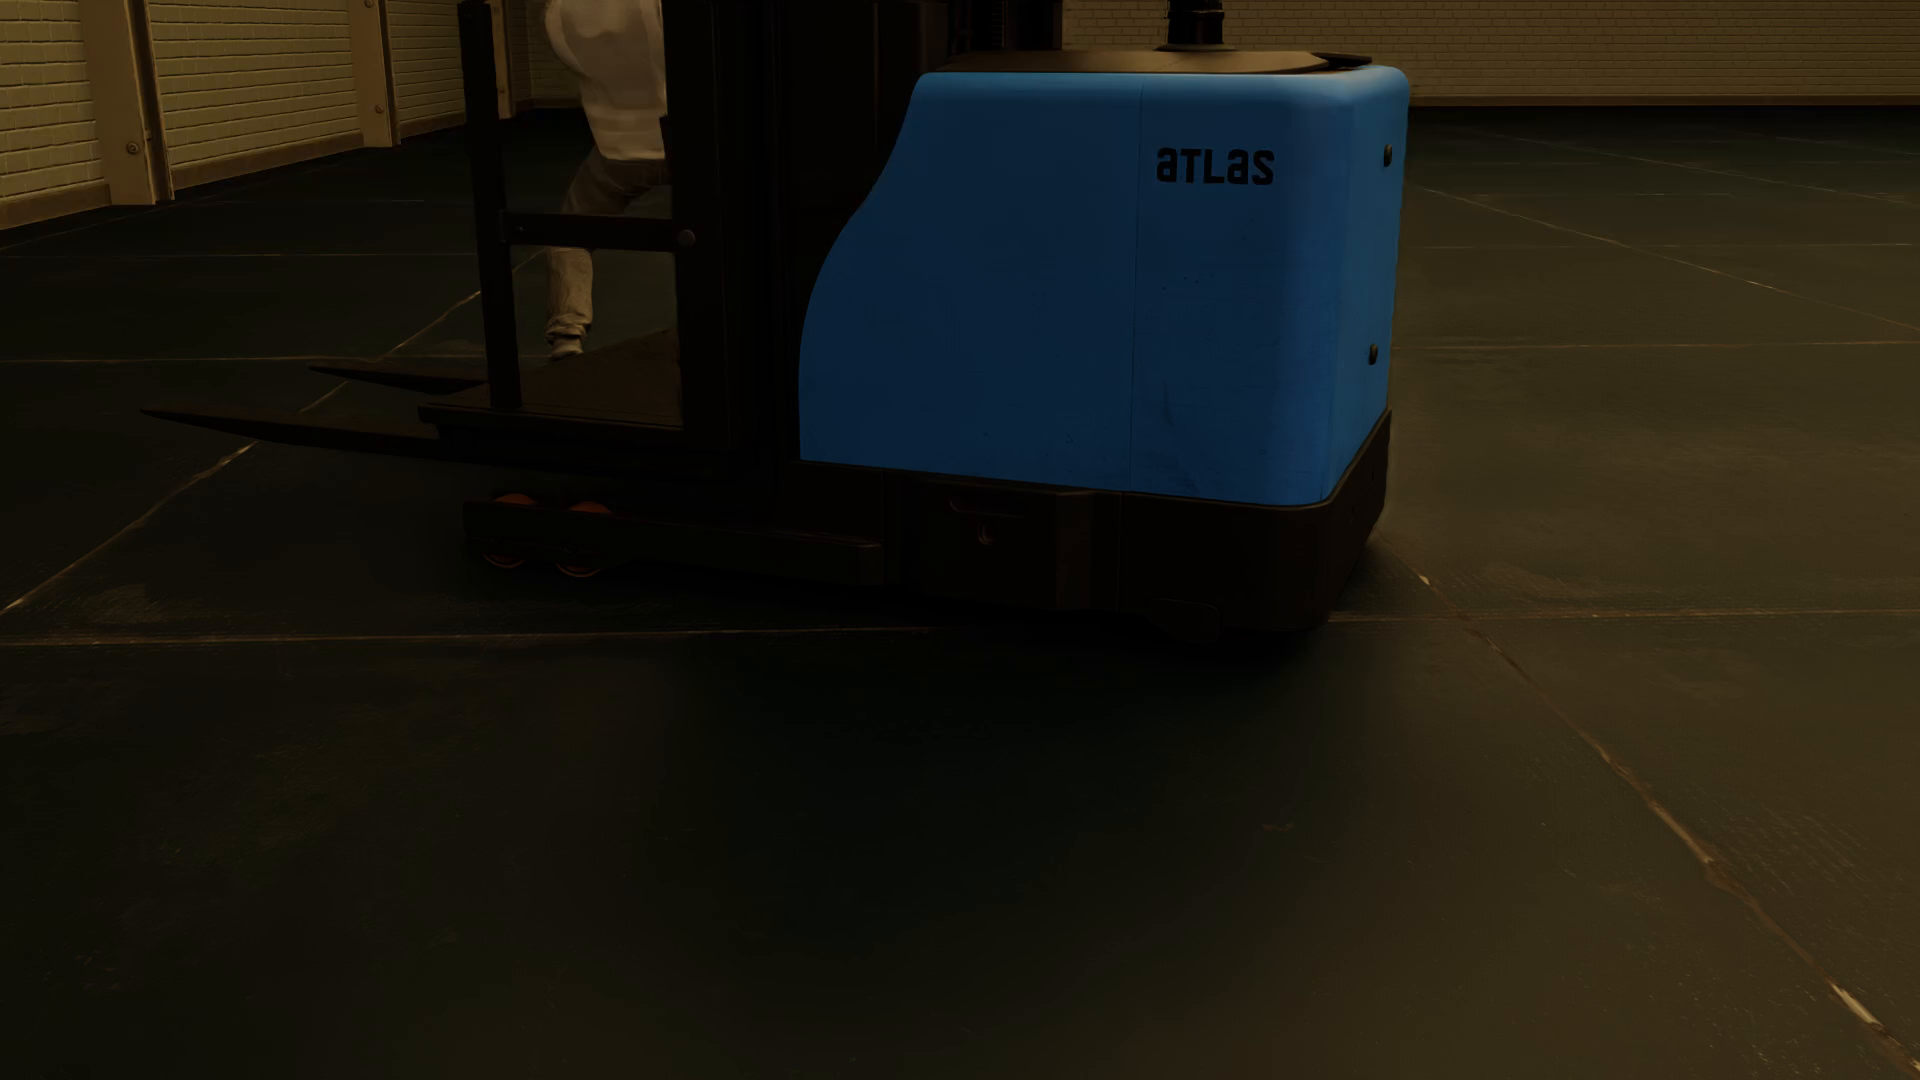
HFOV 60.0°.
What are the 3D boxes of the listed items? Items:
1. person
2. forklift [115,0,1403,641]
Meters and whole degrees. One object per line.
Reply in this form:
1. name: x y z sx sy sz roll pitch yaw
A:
1. person: -0.864 -1.282 5.465 1.022 1.496 0.732 -2 17 -5
2. forklift: -0.575 -1.446 3.635 3.031 2.935 1.130 6 18 18
